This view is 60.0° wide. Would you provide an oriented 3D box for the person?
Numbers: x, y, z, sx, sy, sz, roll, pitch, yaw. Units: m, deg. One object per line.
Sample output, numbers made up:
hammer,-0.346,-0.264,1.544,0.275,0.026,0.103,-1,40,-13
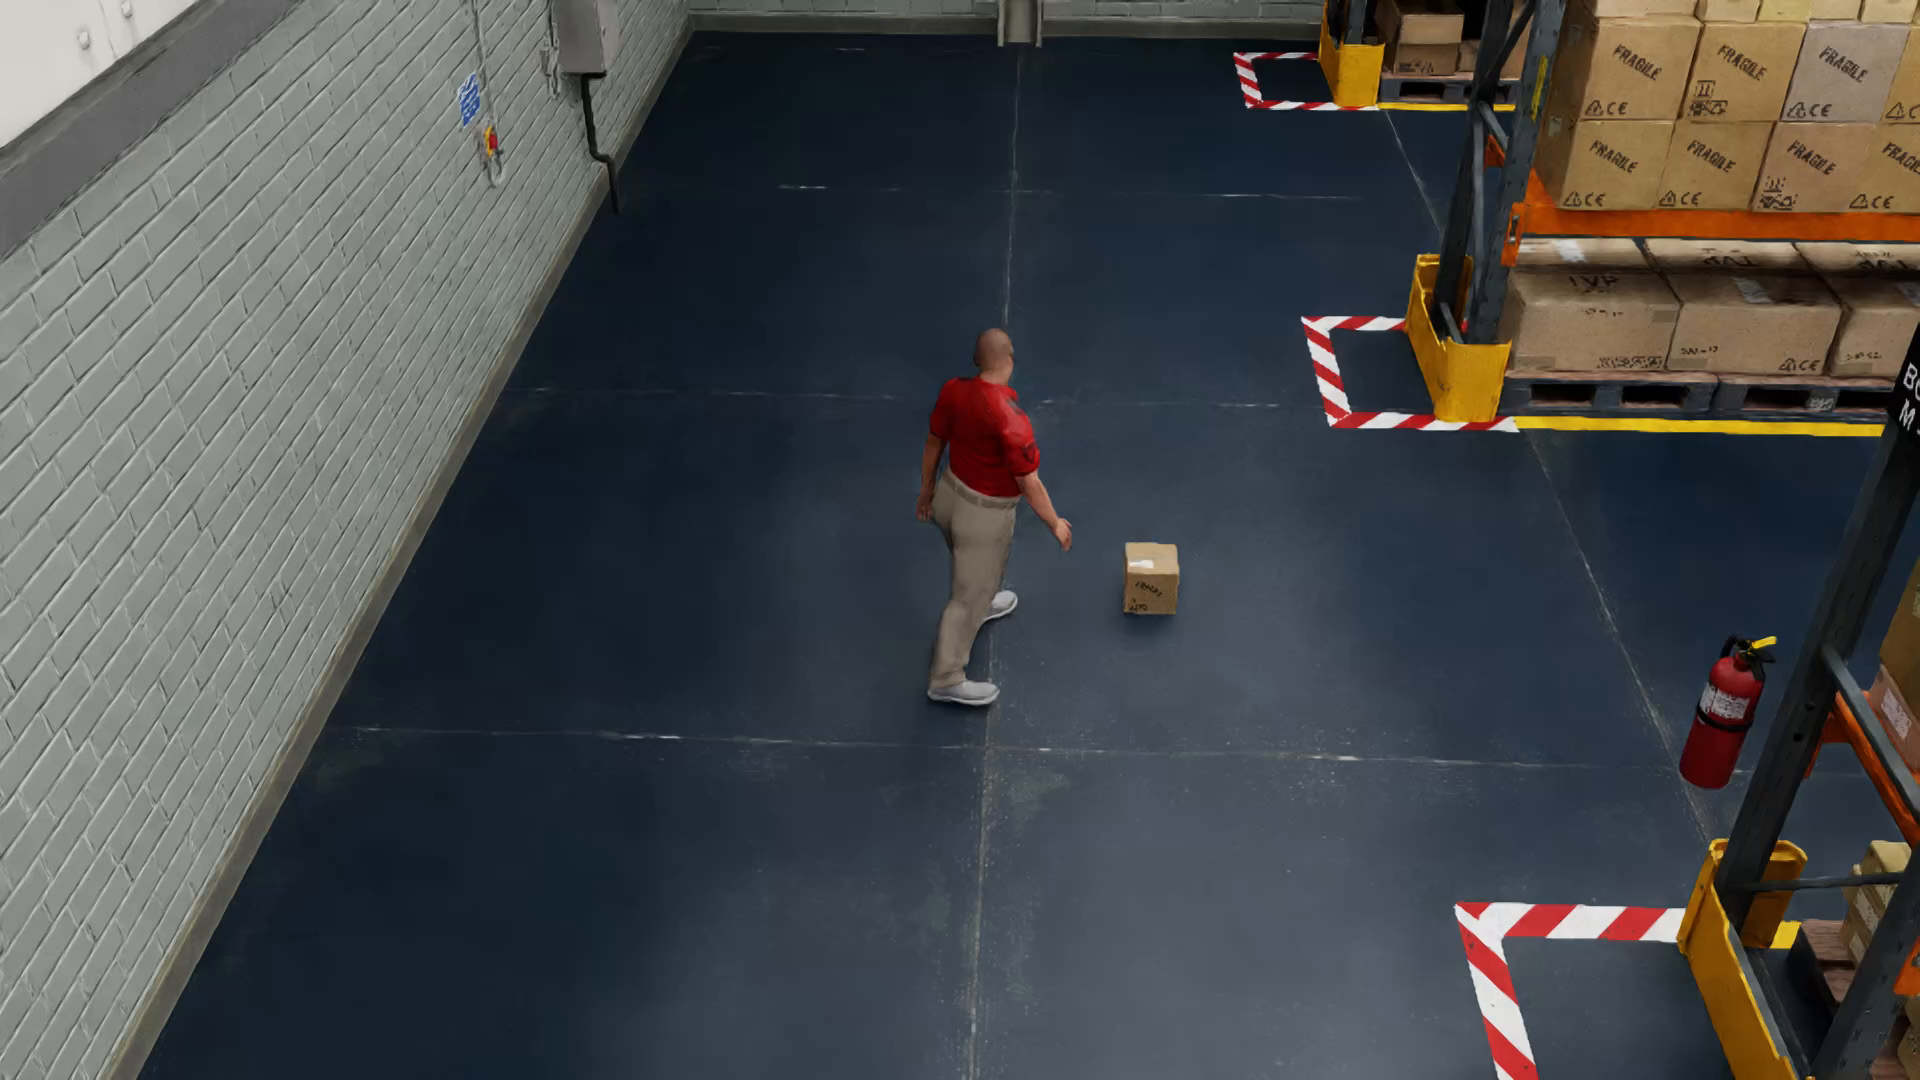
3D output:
person,0.111,-0.127,7.327,0.757,1.690,0.677,-21,41,-27
